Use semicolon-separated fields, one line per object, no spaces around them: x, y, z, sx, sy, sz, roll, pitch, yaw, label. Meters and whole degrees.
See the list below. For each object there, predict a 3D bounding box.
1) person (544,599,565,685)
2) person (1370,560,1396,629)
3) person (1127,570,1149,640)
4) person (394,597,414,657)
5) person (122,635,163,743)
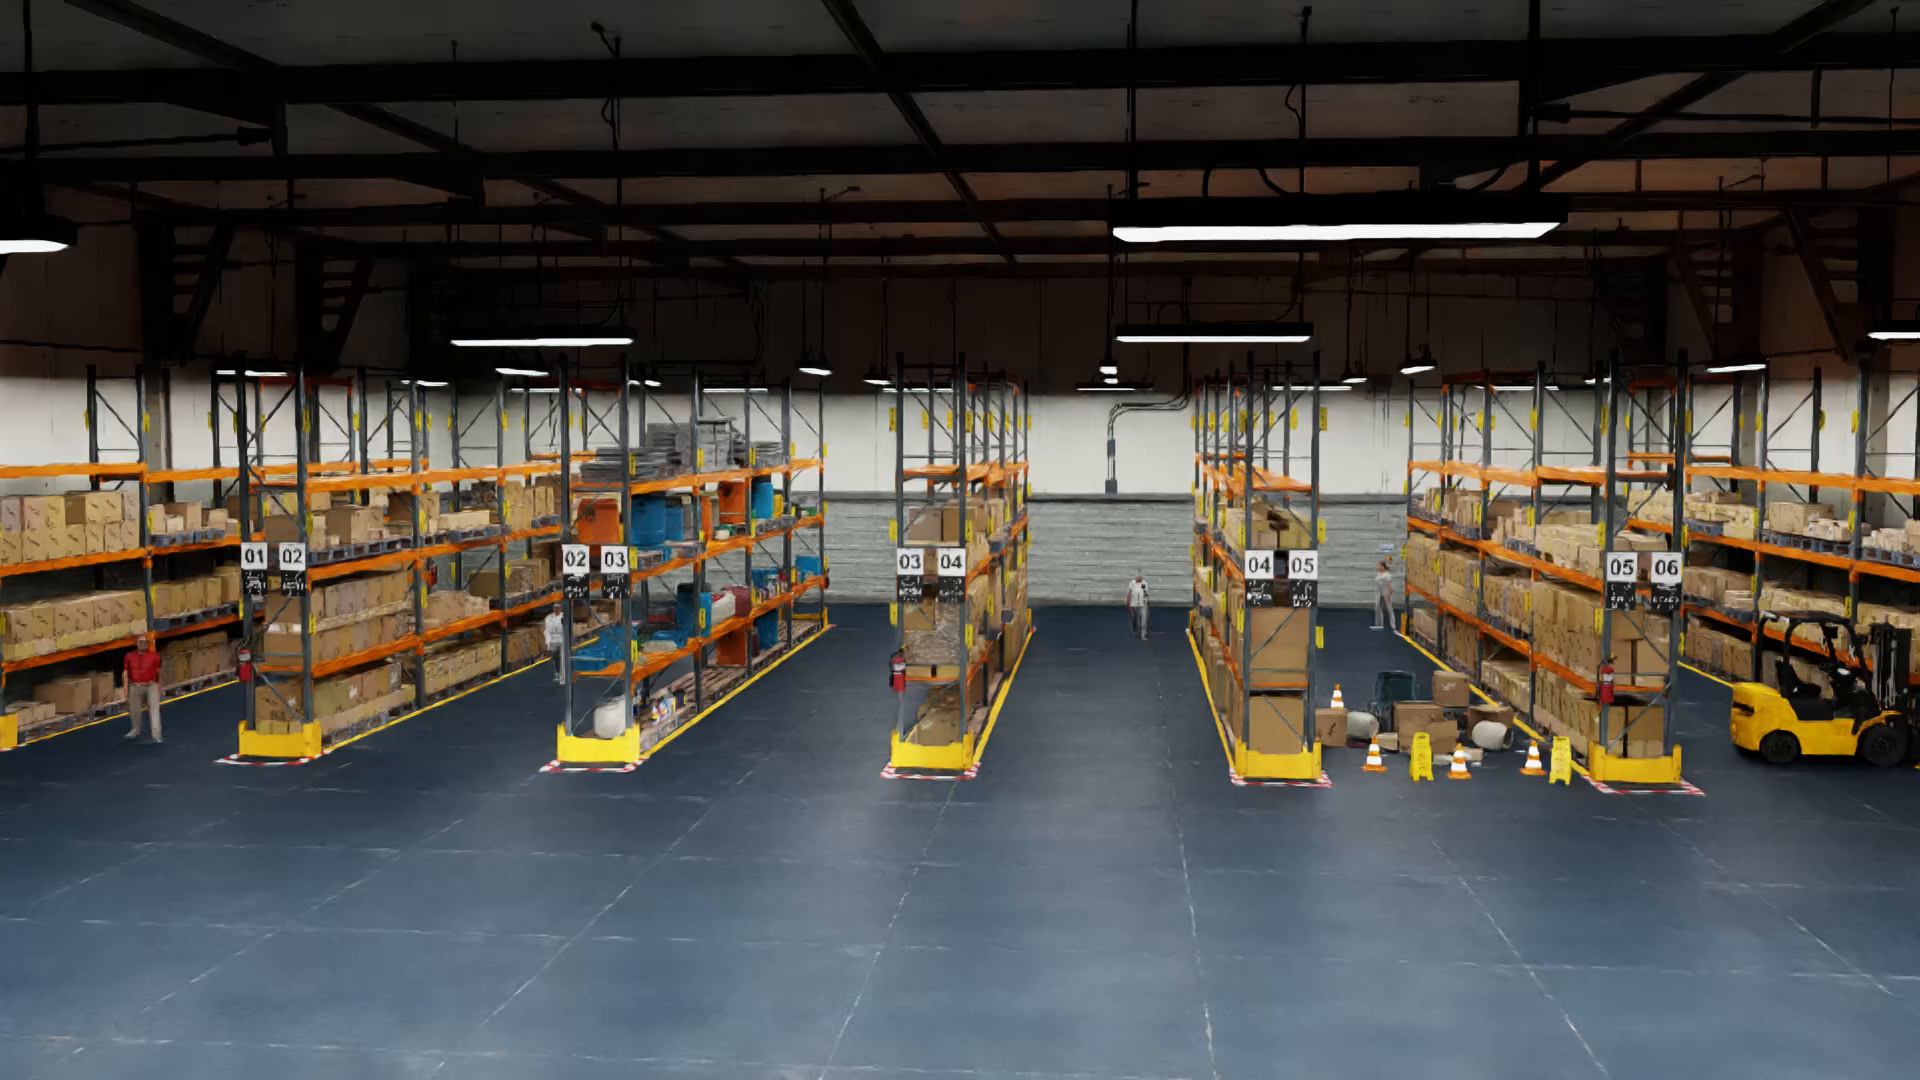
-7.659;1.926;31.649;0.482;1.622;0.994;0;4;-3;person
10.265;1.324;40.164;0.571;1.668;0.507;-2;5;-30;person
4.104;1.479;38.277;0.497;1.583;1.090;1;4;8;person
-11.752;1.753;35.106;0.566;1.526;0.519;0;4;3;person
-12.750;2.312;25.910;0.617;1.691;0.952;-2;4;-21;person
